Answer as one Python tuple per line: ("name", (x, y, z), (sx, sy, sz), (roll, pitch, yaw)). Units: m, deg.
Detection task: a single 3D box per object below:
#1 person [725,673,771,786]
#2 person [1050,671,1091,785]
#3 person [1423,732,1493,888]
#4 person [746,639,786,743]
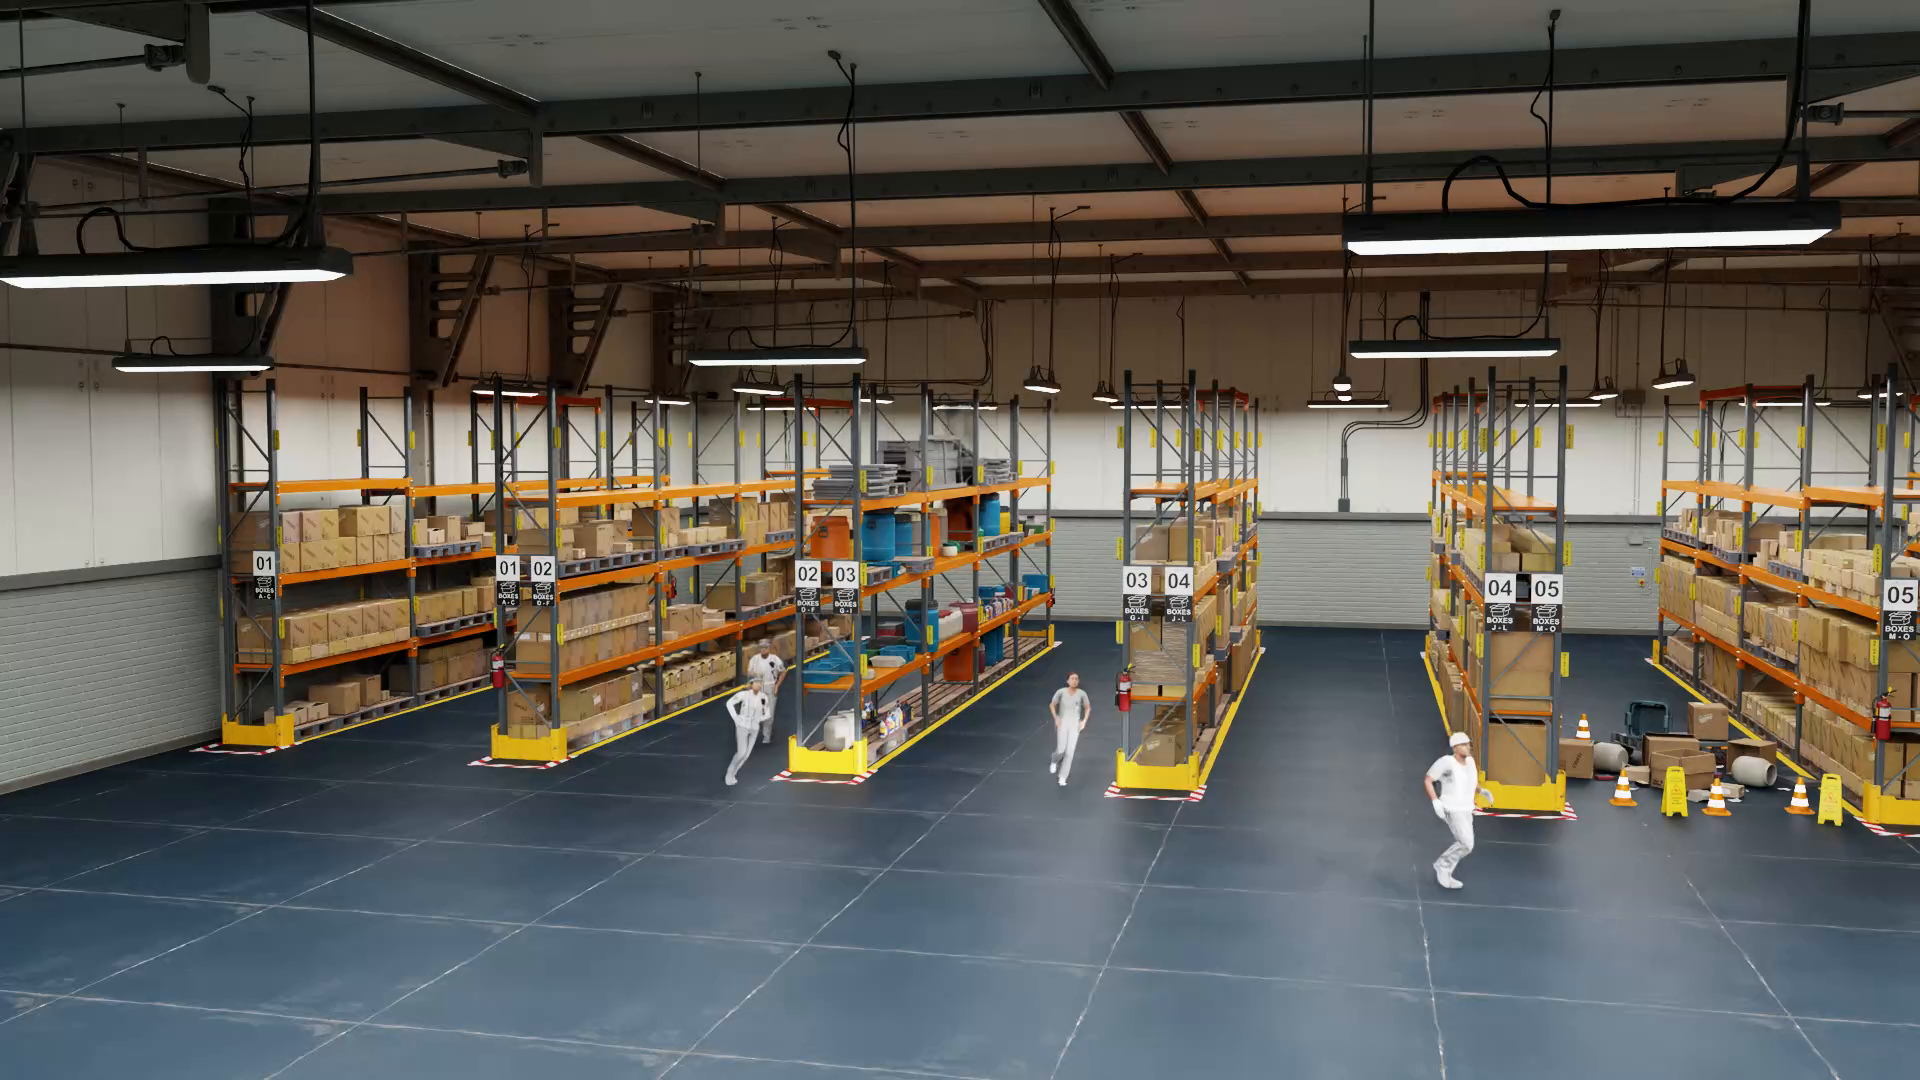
("person", (-3.071, 2.734, 24.088), (0.658, 1.633, 0.582), (-2, 4, -30))
("person", (1.620, 2.736, 24.422), (0.591, 1.648, 0.597), (0, 3, -5))
("person", (5.586, 3.009, 18.492), (0.686, 1.744, 0.599), (-3, 5, -41))
("person", (-3.223, 2.486, 27.686), (0.650, 1.729, 0.652), (0, 3, 2))
